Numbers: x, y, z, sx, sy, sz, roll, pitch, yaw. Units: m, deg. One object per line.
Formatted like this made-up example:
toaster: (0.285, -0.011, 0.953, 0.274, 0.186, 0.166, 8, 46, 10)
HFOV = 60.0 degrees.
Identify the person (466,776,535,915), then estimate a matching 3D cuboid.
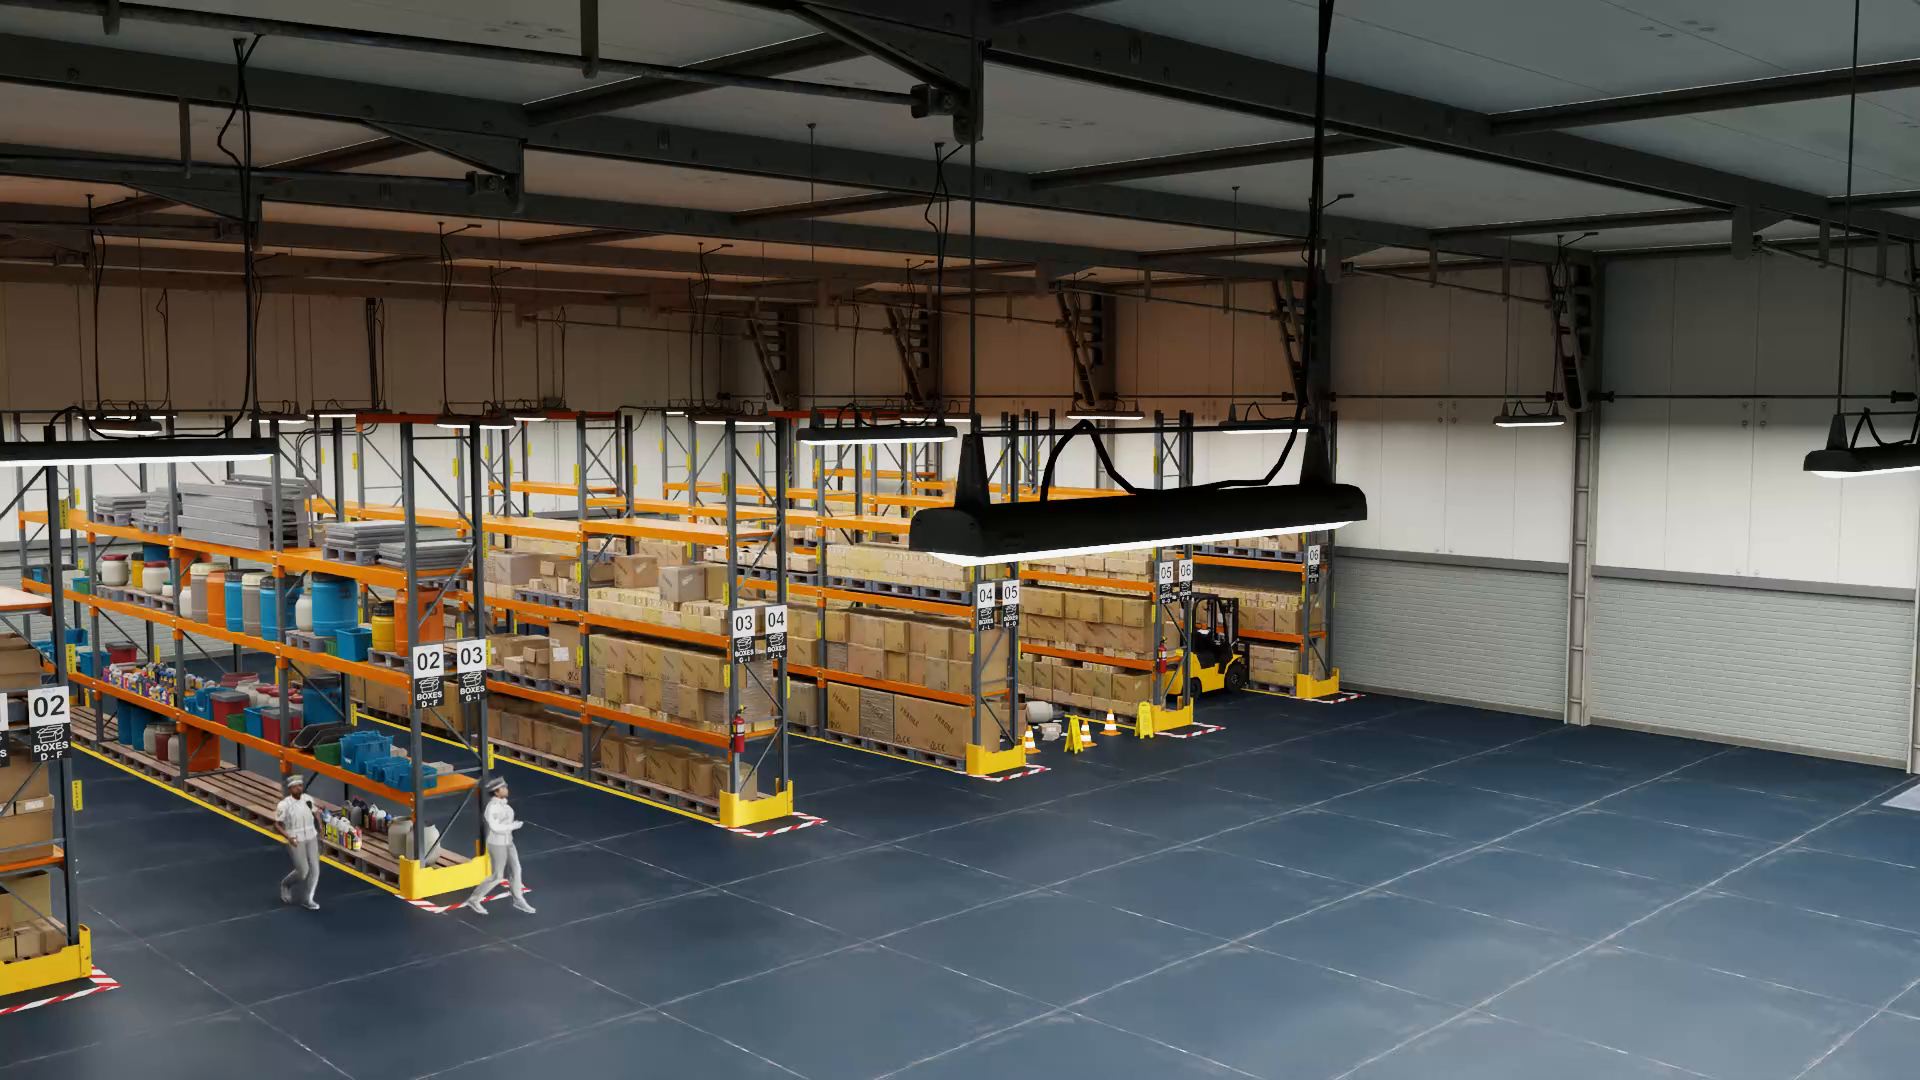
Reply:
person: (-5.596, 3.725, 20.196, 0.794, 1.740, 0.616, 0, 5, -5)

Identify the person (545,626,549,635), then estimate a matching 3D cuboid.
person: (-10.241, 1.911, 41.820, 0.517, 1.613, 0.611, -4, 6, -37)

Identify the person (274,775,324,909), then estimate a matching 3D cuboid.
person: (-8.125, 3.723, 20.609, 0.578, 1.643, 0.576, 5, 7, 42)
